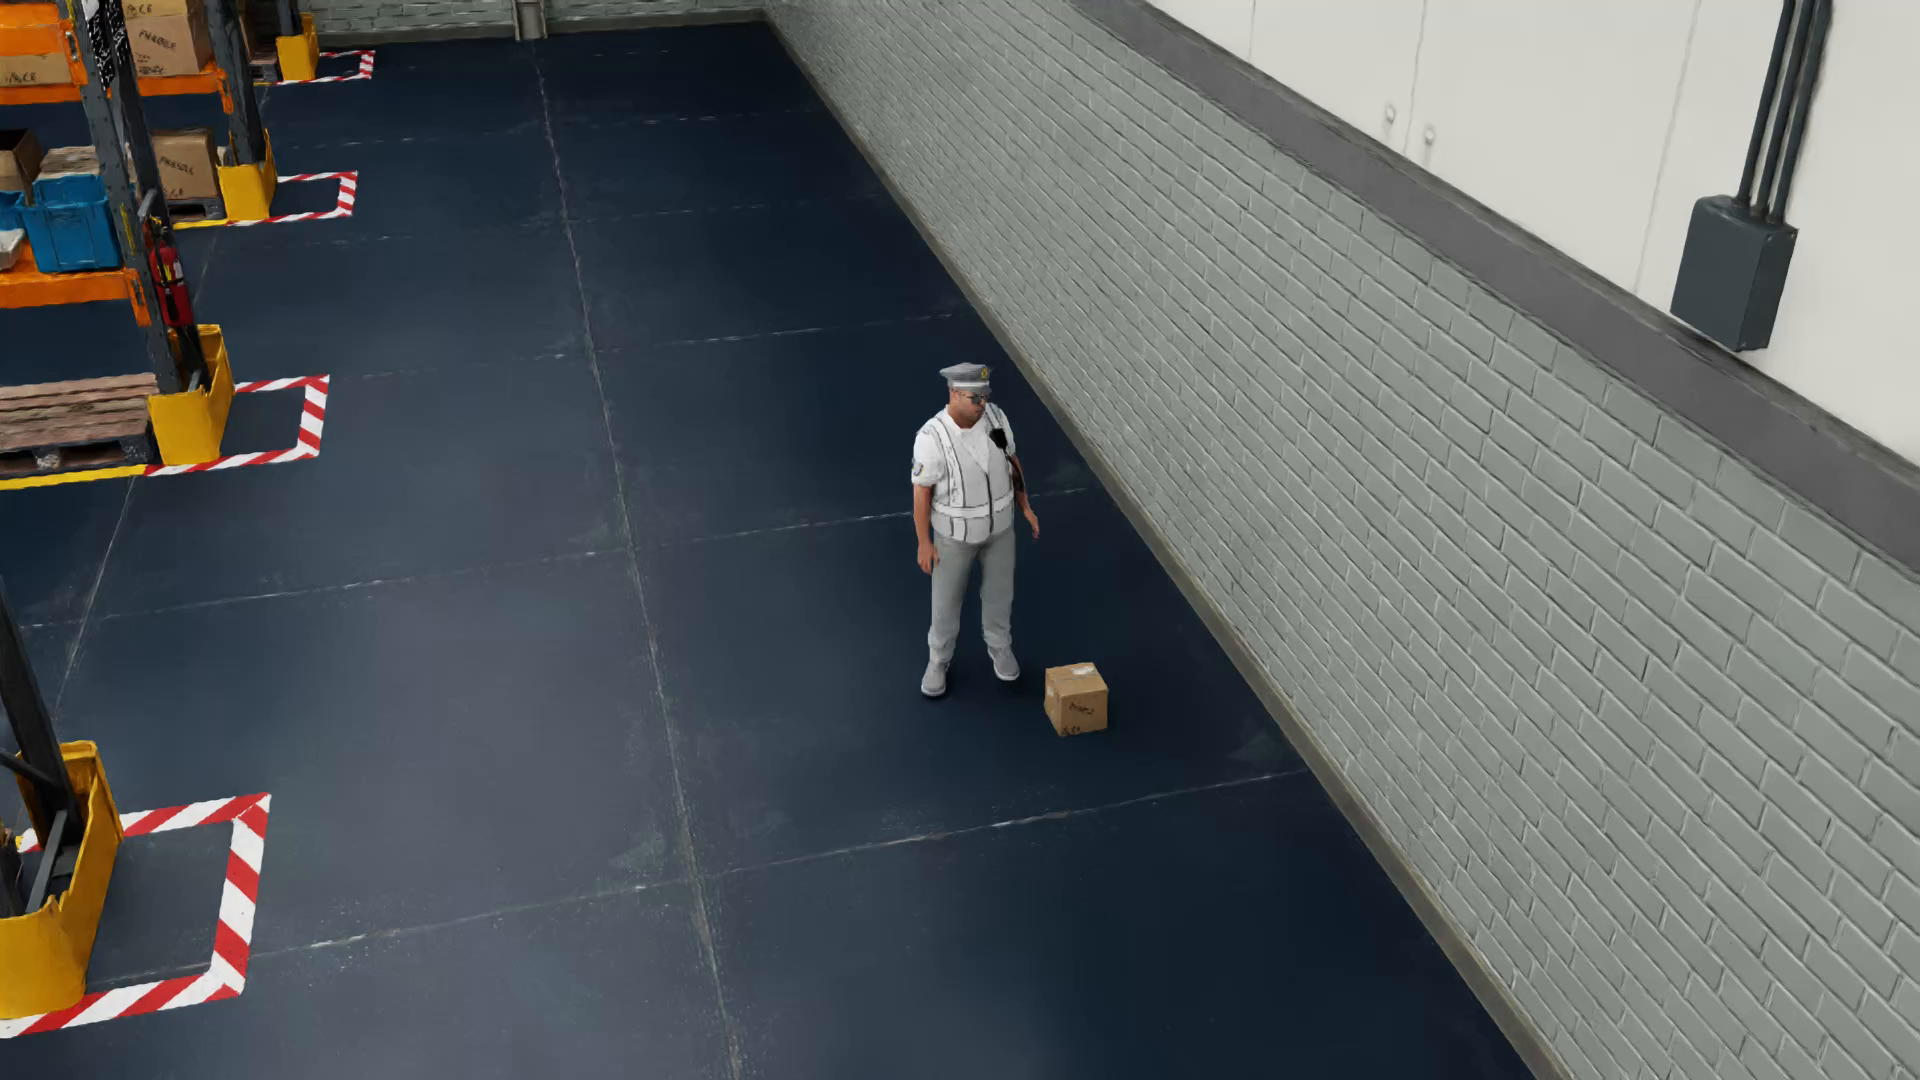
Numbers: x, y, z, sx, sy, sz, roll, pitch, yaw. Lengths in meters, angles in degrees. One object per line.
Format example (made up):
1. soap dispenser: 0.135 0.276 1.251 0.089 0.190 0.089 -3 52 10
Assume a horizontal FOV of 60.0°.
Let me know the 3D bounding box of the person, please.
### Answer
1. person: 0.076 -0.076 8.298 0.664 1.778 0.430 -16 34 -26
